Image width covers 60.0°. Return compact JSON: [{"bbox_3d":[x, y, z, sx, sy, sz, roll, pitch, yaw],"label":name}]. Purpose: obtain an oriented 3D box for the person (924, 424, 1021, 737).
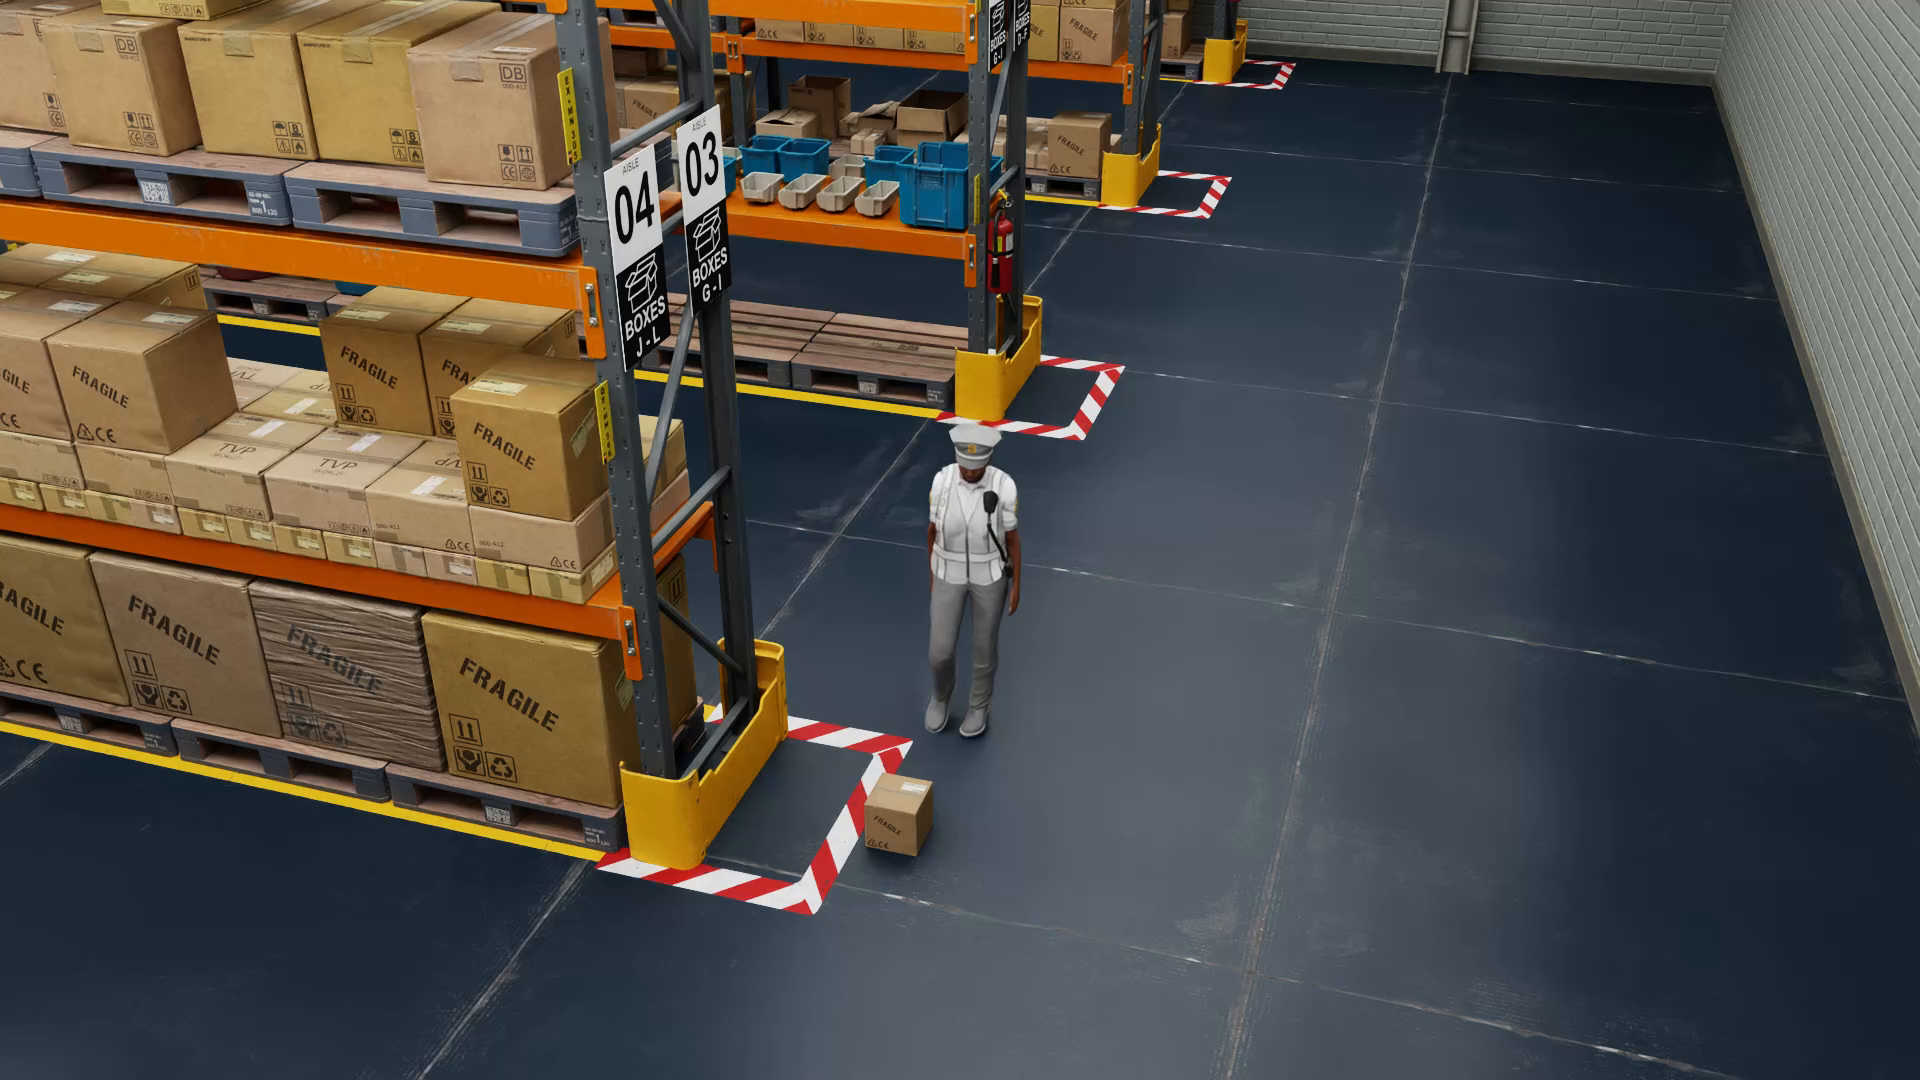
[{"bbox_3d":[0.055,0.225,8.098,0.473,1.677,0.430,3,30,6],"label":"person"}]
